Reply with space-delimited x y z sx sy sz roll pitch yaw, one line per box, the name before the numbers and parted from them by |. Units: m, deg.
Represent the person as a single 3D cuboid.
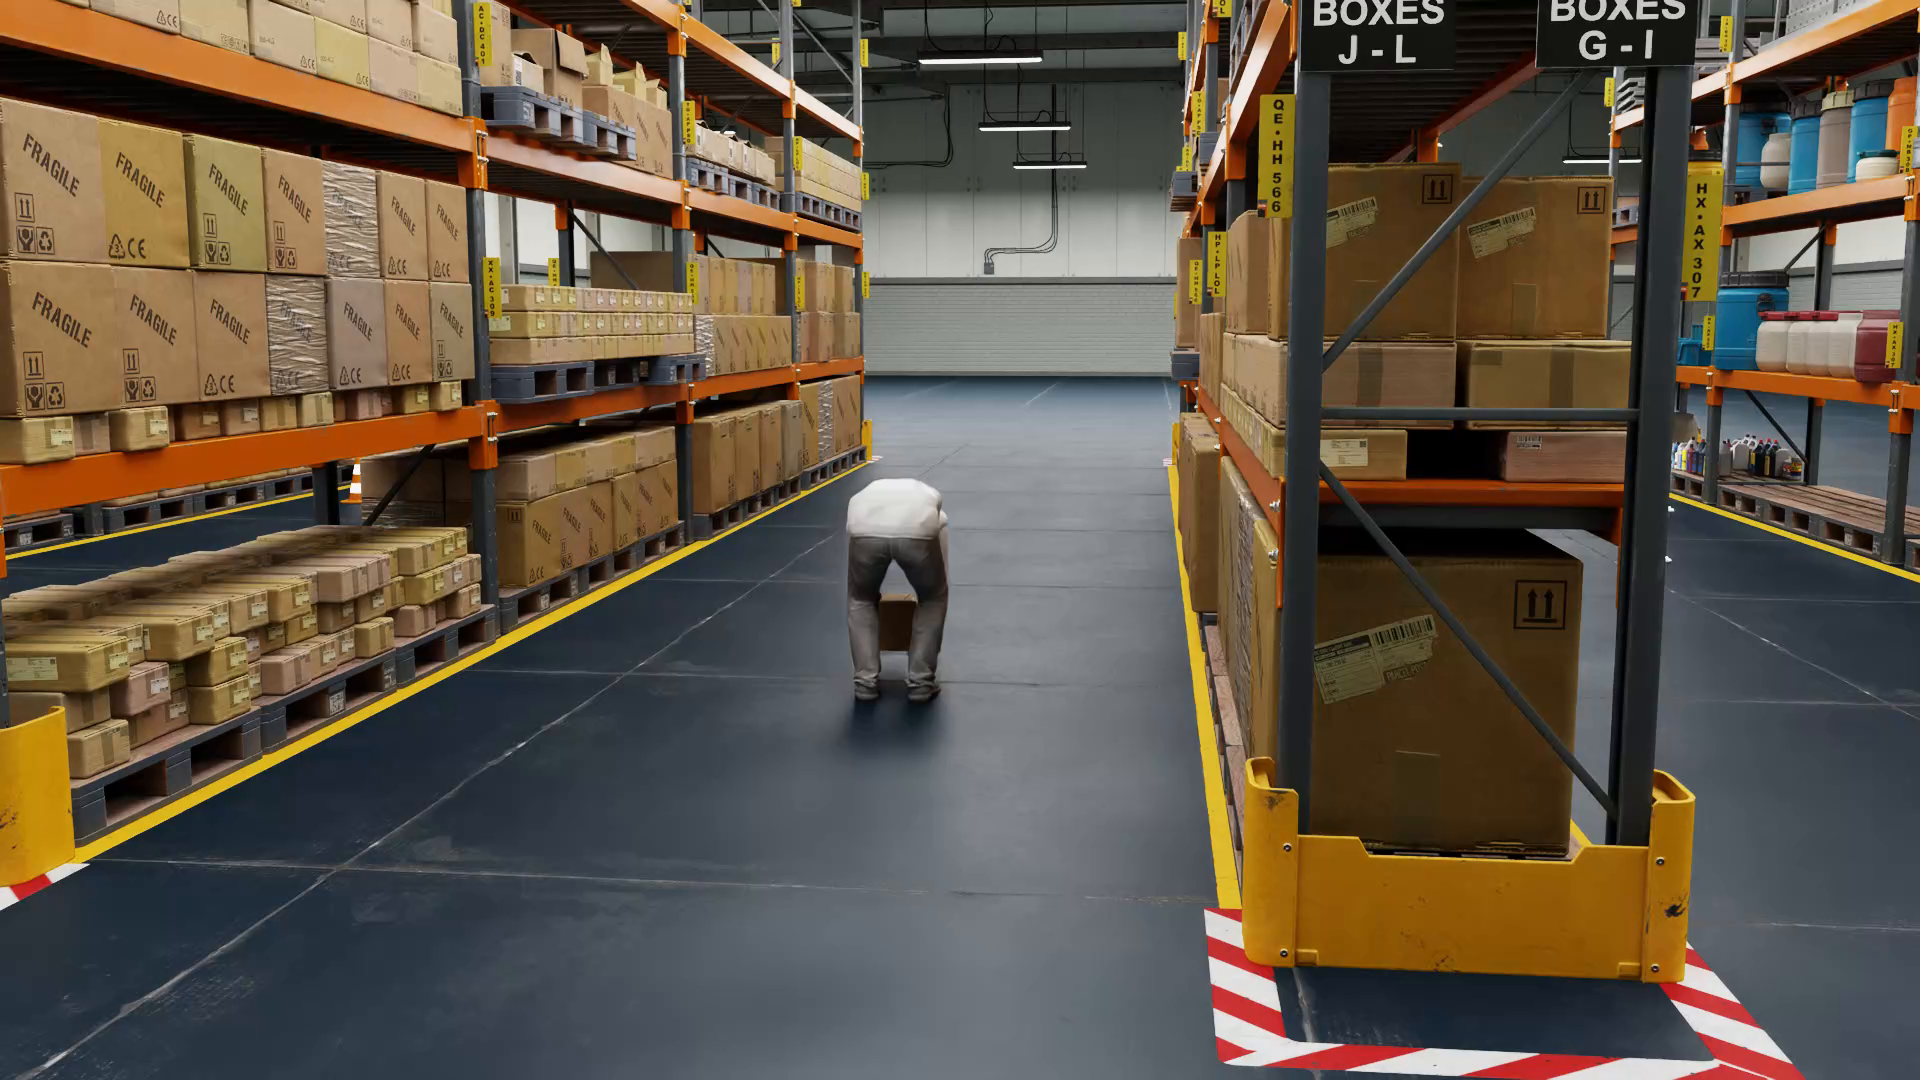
person | -0.298 0.197 7.997 0.498 1.031 0.979 0 8 4
